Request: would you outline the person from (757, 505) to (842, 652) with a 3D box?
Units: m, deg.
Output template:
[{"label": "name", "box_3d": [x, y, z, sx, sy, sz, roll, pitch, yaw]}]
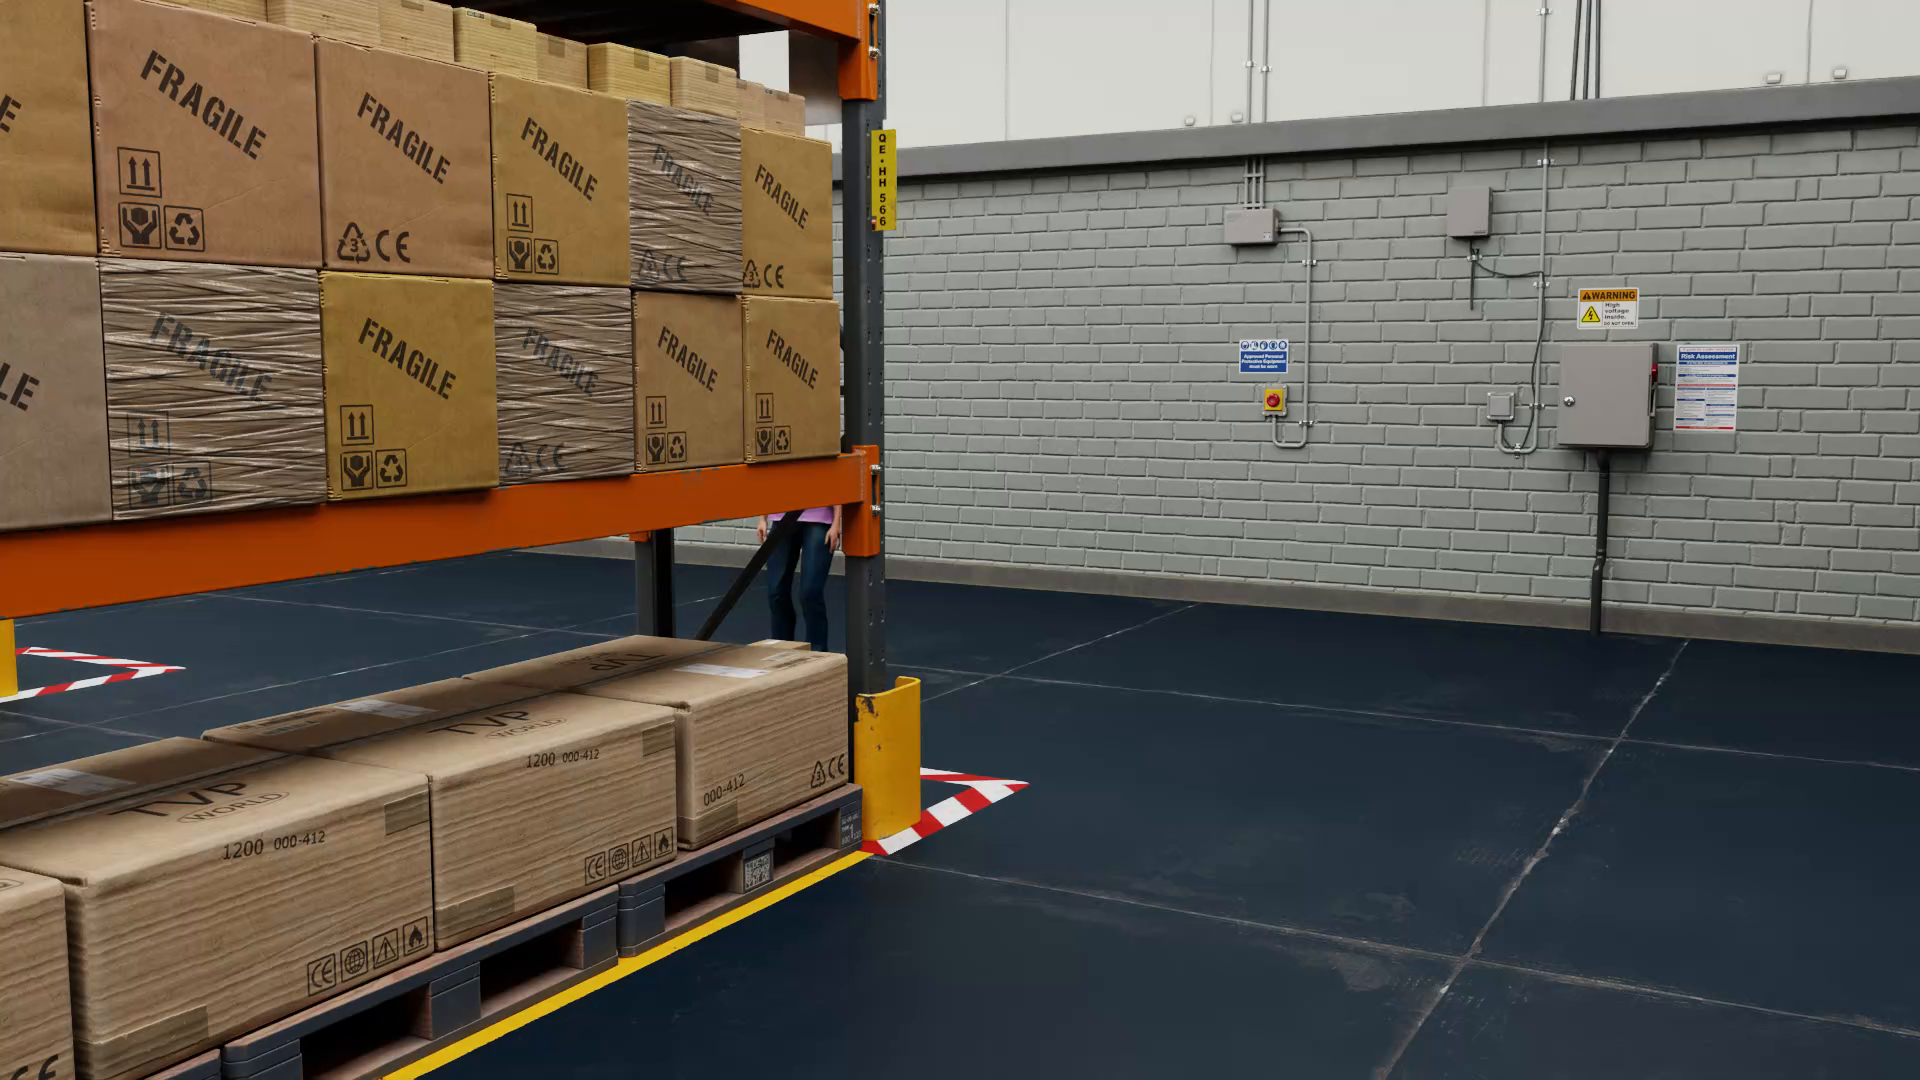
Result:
[{"label": "person", "box_3d": [-0.786, -0.060, 8.129, 0.484, 1.592, 0.377, 3, 7, 25]}]
